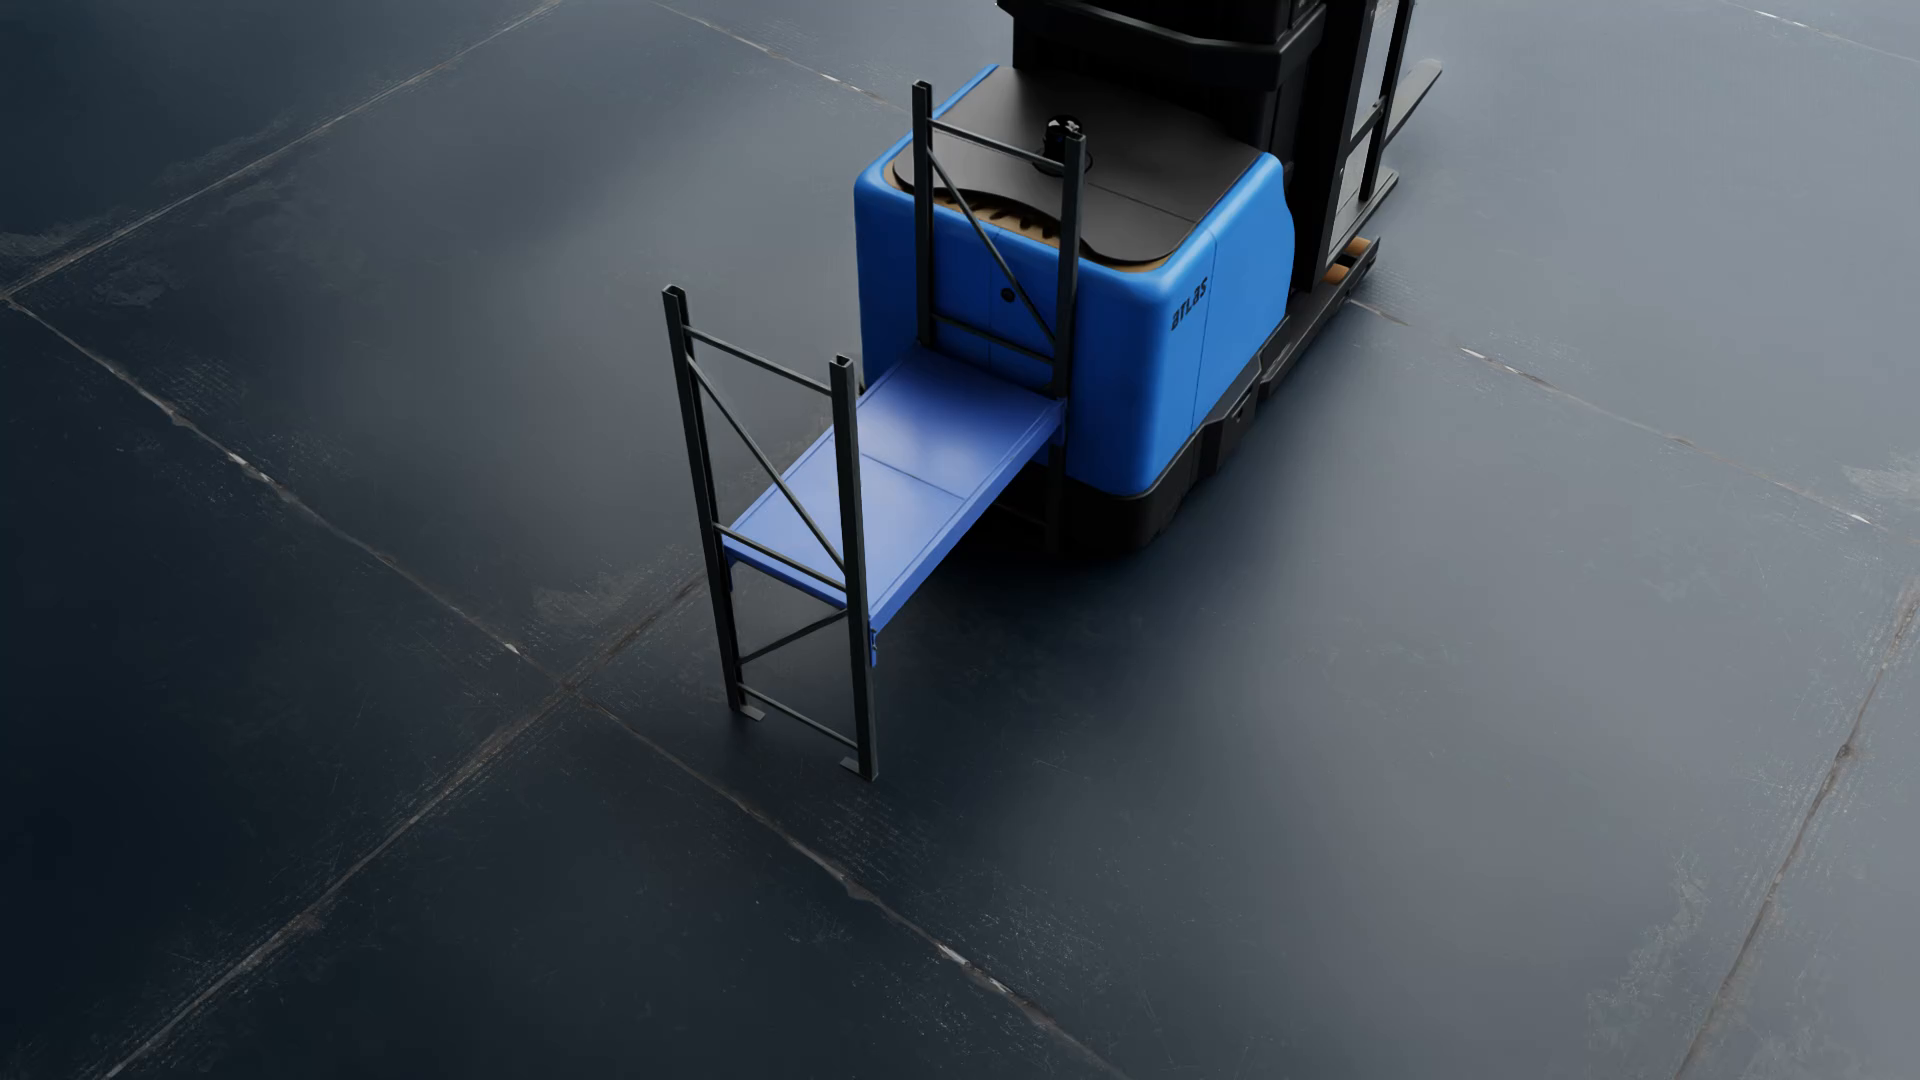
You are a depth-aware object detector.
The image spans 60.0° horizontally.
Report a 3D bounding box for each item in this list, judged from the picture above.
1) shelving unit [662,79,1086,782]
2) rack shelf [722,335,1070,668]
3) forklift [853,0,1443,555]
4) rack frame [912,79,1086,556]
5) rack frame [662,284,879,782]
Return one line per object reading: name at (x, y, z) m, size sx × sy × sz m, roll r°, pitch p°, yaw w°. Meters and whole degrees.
shelving unit at (-0.176, -0.263, 4.464) m, size 0.538 × 1.500 × 1.048 m, roll 24°, pitch 51°, yaw 22°
rack shelf at (-0.176, -0.138, 4.594) m, size 0.538 × 0.185 × 1.000 m, roll 24°, pitch 51°, yaw 22°
forklift at (0.887, -2.016, 5.149) m, size 1.130 × 2.935 × 3.031 m, roll 24°, pitch 51°, yaw 22°
rack frame at (0.095, -0.574, 4.761) m, size 0.500 × 1.500 × 0.032 m, roll 24°, pitch 51°, yaw 22°
rack frame at (-0.446, 0.049, 4.166) m, size 0.500 × 1.500 × 0.032 m, roll 24°, pitch 51°, yaw 22°
